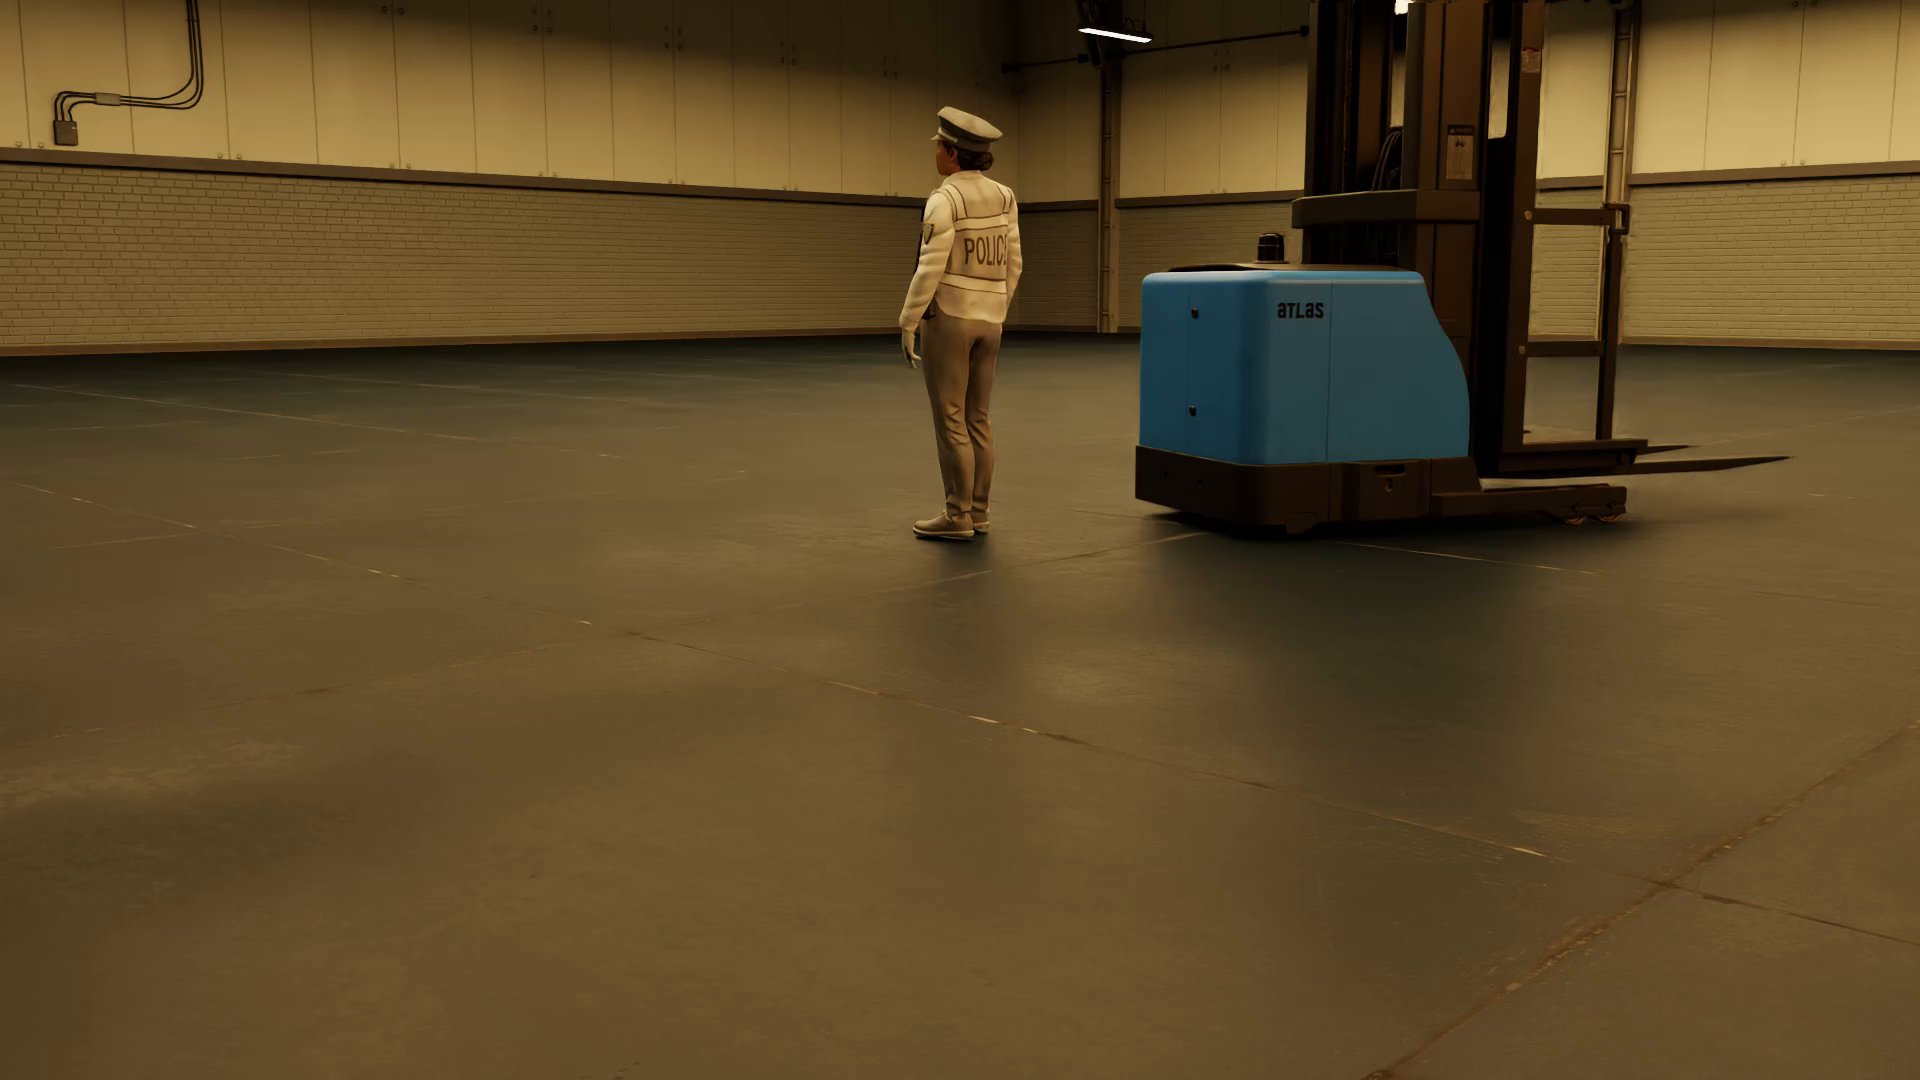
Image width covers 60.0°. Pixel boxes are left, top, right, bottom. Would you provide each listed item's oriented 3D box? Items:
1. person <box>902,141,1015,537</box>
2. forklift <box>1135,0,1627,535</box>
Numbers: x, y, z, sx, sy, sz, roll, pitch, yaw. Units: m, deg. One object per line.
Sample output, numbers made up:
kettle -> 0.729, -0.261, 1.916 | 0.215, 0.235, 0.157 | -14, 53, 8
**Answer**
person -> -0.053, -0.829, 6.667 | 0.488, 1.640, 0.568 | 8, 12, 43
forklift -> 1.849, -1.523, 7.201 | 1.939, 2.867, 1.129 | -3, 9, -21
